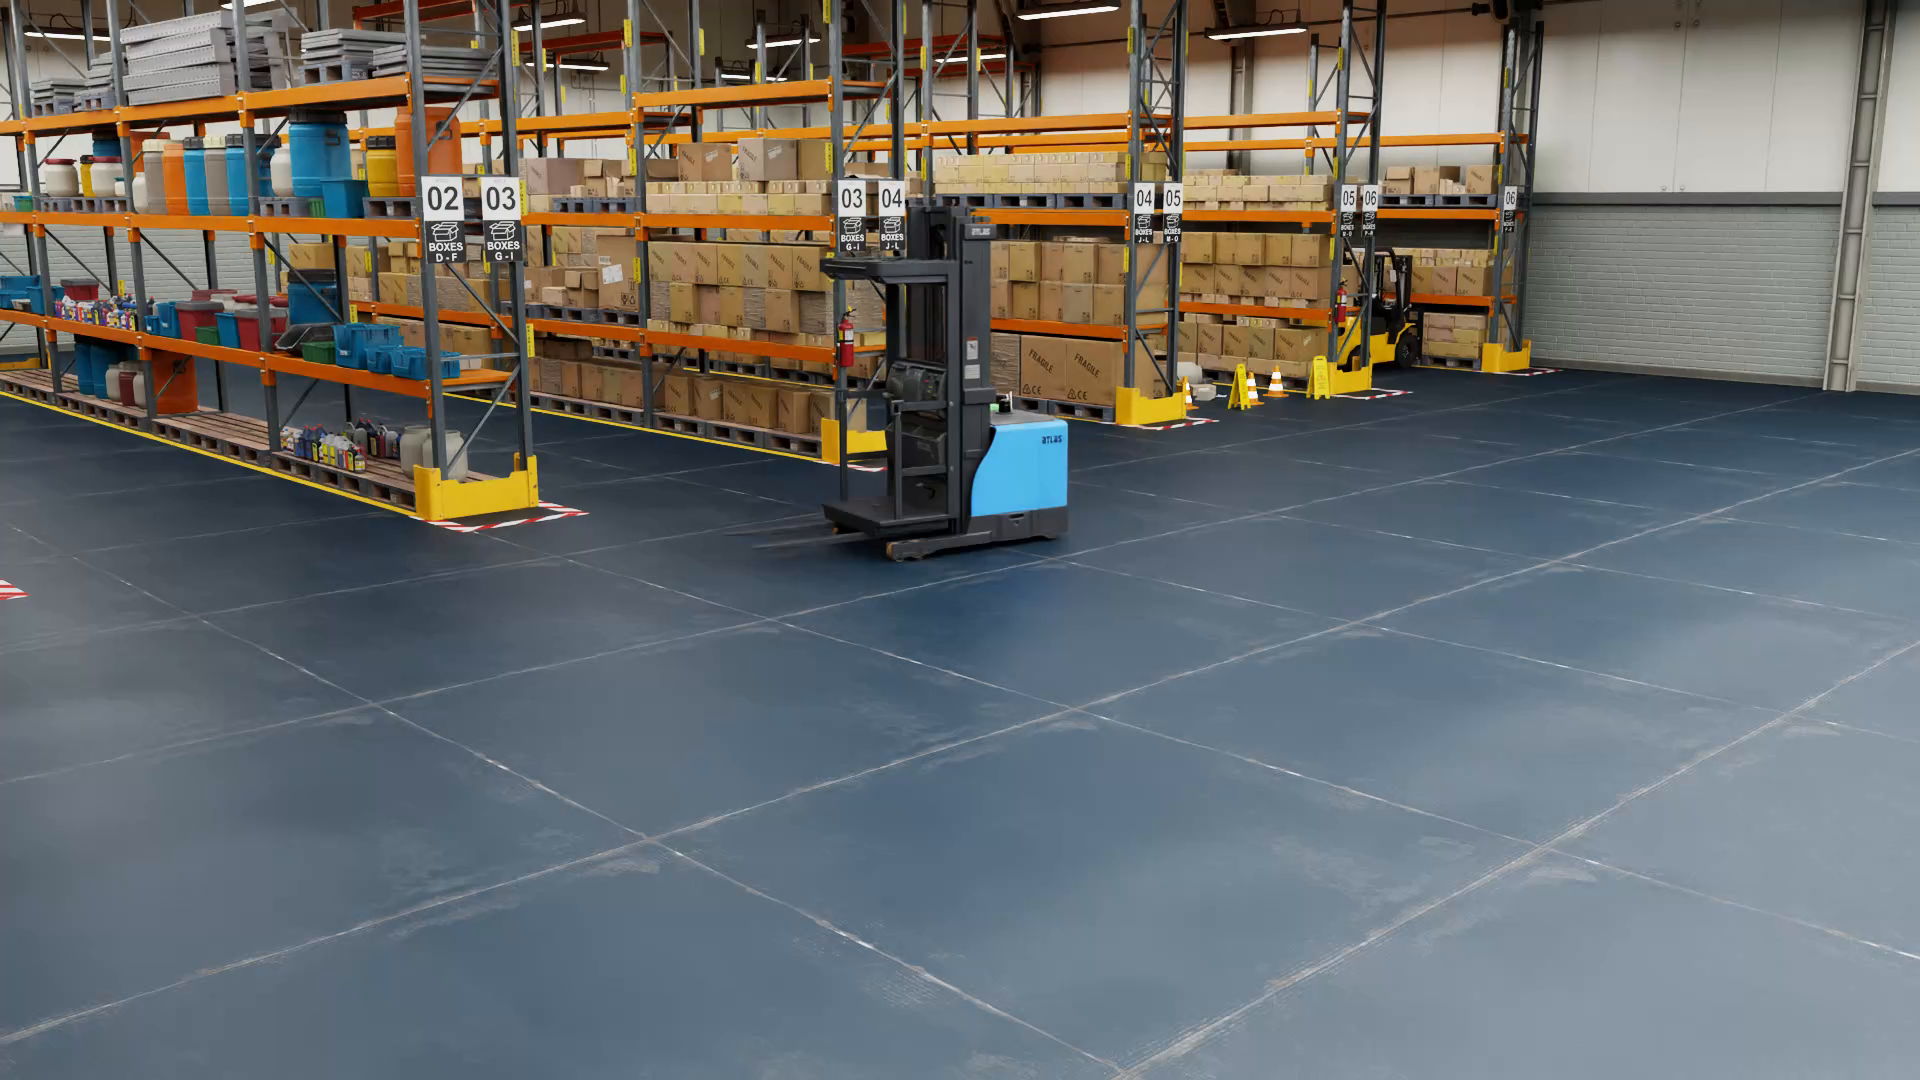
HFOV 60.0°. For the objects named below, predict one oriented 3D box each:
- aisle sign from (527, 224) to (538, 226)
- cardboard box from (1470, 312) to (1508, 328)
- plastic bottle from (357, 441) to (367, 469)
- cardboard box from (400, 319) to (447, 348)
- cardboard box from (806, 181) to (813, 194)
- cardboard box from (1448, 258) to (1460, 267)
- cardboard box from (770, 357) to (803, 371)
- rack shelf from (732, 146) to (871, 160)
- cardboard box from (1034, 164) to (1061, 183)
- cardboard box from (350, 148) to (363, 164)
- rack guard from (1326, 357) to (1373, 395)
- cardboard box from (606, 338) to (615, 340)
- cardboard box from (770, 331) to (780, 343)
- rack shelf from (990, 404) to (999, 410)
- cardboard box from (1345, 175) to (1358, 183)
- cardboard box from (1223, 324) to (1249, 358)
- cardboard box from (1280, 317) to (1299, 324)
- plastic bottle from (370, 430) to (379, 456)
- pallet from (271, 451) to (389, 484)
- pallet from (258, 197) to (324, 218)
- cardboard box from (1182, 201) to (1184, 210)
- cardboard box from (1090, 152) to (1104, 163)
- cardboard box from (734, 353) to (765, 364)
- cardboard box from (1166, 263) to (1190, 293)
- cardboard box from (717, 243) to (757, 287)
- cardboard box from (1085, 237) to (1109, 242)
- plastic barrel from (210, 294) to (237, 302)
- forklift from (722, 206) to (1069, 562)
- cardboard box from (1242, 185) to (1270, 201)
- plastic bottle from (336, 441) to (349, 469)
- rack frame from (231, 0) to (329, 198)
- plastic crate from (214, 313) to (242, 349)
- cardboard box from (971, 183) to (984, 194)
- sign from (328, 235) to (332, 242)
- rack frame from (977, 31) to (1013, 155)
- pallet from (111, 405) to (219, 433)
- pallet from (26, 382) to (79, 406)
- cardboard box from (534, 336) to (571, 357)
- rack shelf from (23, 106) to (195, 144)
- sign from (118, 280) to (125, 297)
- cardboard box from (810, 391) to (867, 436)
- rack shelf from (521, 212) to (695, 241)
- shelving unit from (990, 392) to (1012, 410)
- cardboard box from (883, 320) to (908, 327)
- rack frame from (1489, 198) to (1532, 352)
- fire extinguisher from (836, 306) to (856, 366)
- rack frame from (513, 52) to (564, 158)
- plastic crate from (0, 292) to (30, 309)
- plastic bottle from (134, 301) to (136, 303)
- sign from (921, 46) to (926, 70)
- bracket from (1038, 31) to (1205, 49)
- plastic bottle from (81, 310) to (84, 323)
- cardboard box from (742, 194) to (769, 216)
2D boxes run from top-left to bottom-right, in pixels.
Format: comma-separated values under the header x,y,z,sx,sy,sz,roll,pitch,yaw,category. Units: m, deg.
x,y,z,sx,sy,sz,roll,pitch,yaw,category
-8.704,-6.692,33.518,0.394,0.787,0.004,-11,16,-43,aisle sign
9.516,-3.957,29.980,0.500,0.250,0.500,-11,16,-43,cardboard box
-6.289,-0.896,17.468,0.061,0.283,0.133,-11,16,-43,plastic bottle
-8.257,-3.134,26.914,0.875,0.875,1.225,11,16,43,cardboard box
-1.557,-4.081,19.236,0.250,0.149,0.380,11,16,43,cardboard box
8.936,-4.970,29.744,0.380,0.149,0.250,-11,16,-42,cardboard box
-2.556,-3.285,27.957,1.050,0.750,0.750,-11,16,-43,cardboard box
-3.545,-8.253,35.442,1.077,0.370,4.000,-11,16,-43,rack shelf
1.382,-5.090,23.096,0.500,0.250,0.500,-11,16,-43,cardboard box
-9.976,-6.468,28.044,0.500,0.250,0.500,10,16,41,cardboard box
6.071,-2.606,26.323,1.175,0.500,0.348,-11,16,-43,rack guard
-6.515,-3.897,31.682,0.250,0.149,0.380,11,16,43,cardboard box
-2.077,-2.475,20.114,0.380,0.149,0.250,-11,16,-43,cardboard box
0.223,-1.218,15.786,0.480,0.148,0.258,2,12,10,rack shelf
6.025,-5.636,26.049,0.380,0.149,0.250,-11,16,-43,cardboard box
4.675,-3.277,27.297,0.500,0.500,0.500,11,16,44,cardboard box
6.580,-4.213,32.770,0.875,0.625,0.625,-10,15,-40,cardboard box
-6.436,-1.070,18.314,0.061,0.283,0.133,-11,16,-43,plastic bottle
-6.955,-0.863,18.575,1.003,0.211,1.213,-11,16,-43,pallet
-6.820,-3.617,18.069,1.213,0.211,1.003,-11,16,-43,pallet
3.790,-5.603,27.862,0.380,0.149,0.250,-11,16,-43,cardboard box
1.964,-5.145,22.374,0.380,0.149,0.250,-11,16,-42,cardboard box
-3.555,-3.324,28.763,0.500,0.500,0.500,-11,16,-43,cardboard box
3.827,-4.425,27.970,0.500,0.500,0.500,-11,16,-43,cardboard box
-2.635,-3.388,20.461,0.500,0.500,0.500,-11,16,-43,cardboard box
2.467,-5.383,29.975,0.380,0.149,0.250,-10,15,-39,cardboard box
-9.286,-2.850,21.035,0.421,0.512,0.421,0,12,0,plastic barrel
-0.551,-1.373,14.311,3.031,2.935,1.130,-7,14,-31,forklift
4.867,-5.547,26.601,0.500,0.250,0.500,-10,16,-41,cardboard box
-6.462,-0.898,17.494,0.135,0.276,0.152,11,16,44,plastic bottle
-7.389,-5.270,18.192,1.000,3.000,0.127,-11,16,-43,rack frame
-8.375,-2.442,19.370,0.392,0.384,0.575,-11,16,-43,plastic crate
0.380,-5.088,24.076,0.380,0.149,0.250,-11,16,-43,cardboard box
-11.691,-5.530,30.865,0.100,0.325,0.005,-11,16,-43,sign
0.599,-7.925,31.079,1.000,3.000,0.127,-11,16,-43,rack frame
-10.726,-1.659,22.443,1.003,0.211,1.213,-11,16,-43,pallet
-13.449,-2.236,25.241,1.003,0.211,1.213,-11,16,-43,pallet
-6.084,-2.871,24.659,0.500,0.250,0.500,-10,15,-40,cardboard box
-11.532,-5.598,22.555,1.077,0.370,4.000,-11,16,-43,rack shelf
-12.514,-3.712,24.807,0.100,0.325,0.005,-11,16,-43,sign
-1.463,-1.513,19.978,0.500,0.500,0.500,-7,14,-32,cardboard box
-5.188,-4.431,23.334,1.077,0.370,4.000,-11,16,-43,rack shelf
0.223,-0.810,15.870,0.503,1.200,0.258,2,12,10,shelving unit
-1.048,-4.526,33.670,0.875,0.875,0.875,-10,15,-41,cardboard box
9.711,-4.512,29.377,1.000,3.000,0.127,-11,16,-43,rack frame
-1.298,-2.320,18.929,0.296,0.674,0.183,-11,16,-43,fire extinguisher
-8.436,-8.388,33.326,1.000,3.000,0.127,-11,16,-43,rack frame
-14.627,-3.713,25.766,0.416,0.233,0.300,-11,16,-43,plastic crate
-11.714,-3.280,23.705,0.152,0.276,0.135,-11,16,-43,plastic bottle
-0.534,-7.056,24.348,0.100,0.325,0.005,-11,16,-43,sign
3.416,-10.703,35.640,0.076,0.066,4.783,-11,16,-43,bracket
-12.170,-3.126,23.142,0.097,0.201,0.097,0,12,0,plastic bottle
-2.256,-4.018,19.917,0.500,0.250,0.500,-10,16,-41,cardboard box
